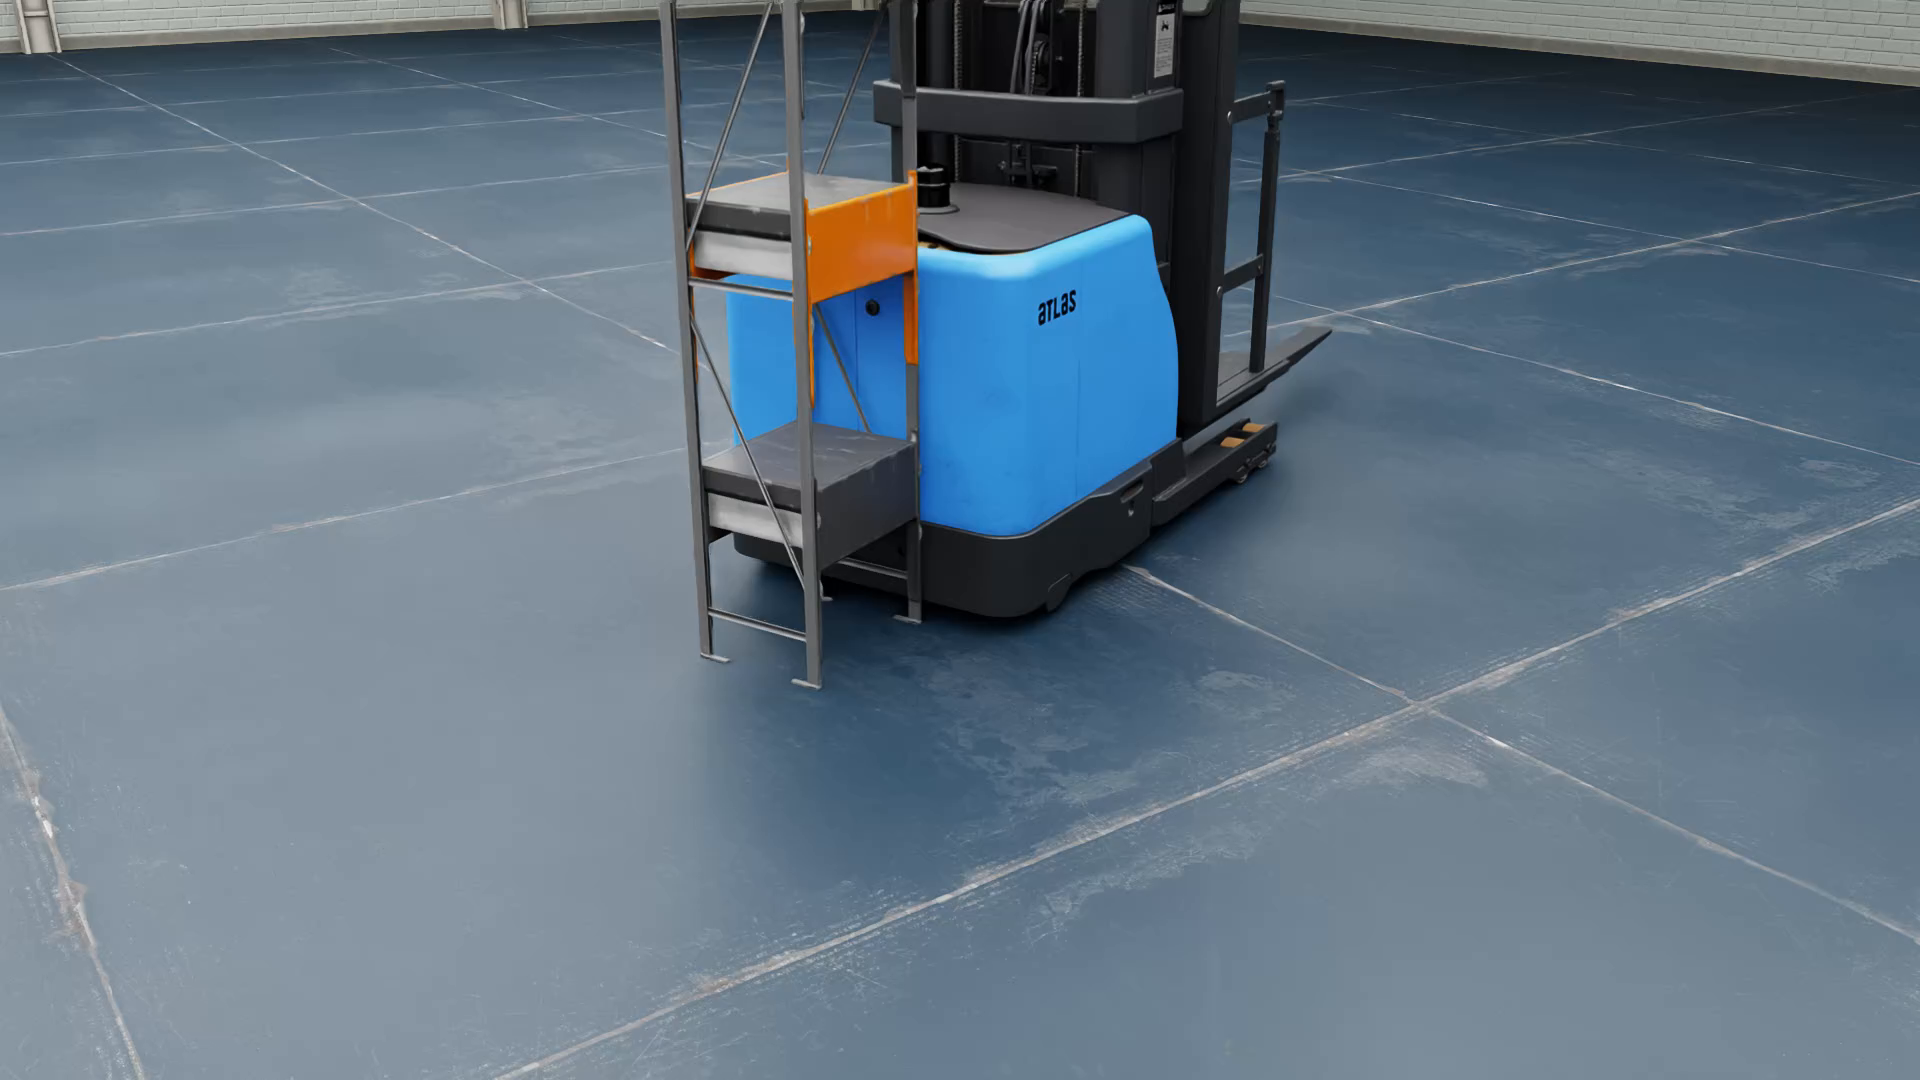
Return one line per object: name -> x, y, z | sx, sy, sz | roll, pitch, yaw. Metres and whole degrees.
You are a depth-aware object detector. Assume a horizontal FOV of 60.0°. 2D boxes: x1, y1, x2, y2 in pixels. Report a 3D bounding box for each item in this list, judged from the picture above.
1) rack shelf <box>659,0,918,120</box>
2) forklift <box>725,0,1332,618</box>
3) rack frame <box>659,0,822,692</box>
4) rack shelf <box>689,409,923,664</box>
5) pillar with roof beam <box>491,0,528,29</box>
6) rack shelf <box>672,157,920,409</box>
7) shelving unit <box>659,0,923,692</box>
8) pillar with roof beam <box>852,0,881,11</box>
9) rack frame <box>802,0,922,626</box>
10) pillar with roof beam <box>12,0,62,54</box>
rack shelf -> -0.412, -1.329, 4.041 | 0.431, 0.518, 0.480 | 13, 25, 29
forklift -> 0.499, -1.641, 5.555 | 1.130, 2.935, 3.031 | 13, 25, 29
rack frame -> -0.540, -0.614, 4.103 | 0.400, 2.100, 0.015 | 13, 25, 29
rack shelf -> -0.412, -0.029, 4.560 | 0.431, 0.518, 0.480 | 13, 25, 29
pillar with roof beam -> -3.872, -10.168, 18.735 | 0.400, 9.000, 9.100 | -15, 26, -33
rack shelf -> -0.412, -0.679, 4.301 | 0.431, 0.518, 0.480 | 13, 25, 29
shelving unit -> -0.412, -0.691, 4.296 | 0.431, 2.100, 0.503 | 13, 25, 29
pillar with roof beam -> 0.998, -11.466, 21.990 | 0.400, 9.000, 9.100 | -15, 26, -33
rack frame -> -0.285, -0.768, 4.489 | 0.400, 2.100, 0.015 | 13, 25, 29
pillar with roof beam -> -8.743, -8.869, 15.481 | 0.400, 9.000, 9.100 | -15, 26, -33
